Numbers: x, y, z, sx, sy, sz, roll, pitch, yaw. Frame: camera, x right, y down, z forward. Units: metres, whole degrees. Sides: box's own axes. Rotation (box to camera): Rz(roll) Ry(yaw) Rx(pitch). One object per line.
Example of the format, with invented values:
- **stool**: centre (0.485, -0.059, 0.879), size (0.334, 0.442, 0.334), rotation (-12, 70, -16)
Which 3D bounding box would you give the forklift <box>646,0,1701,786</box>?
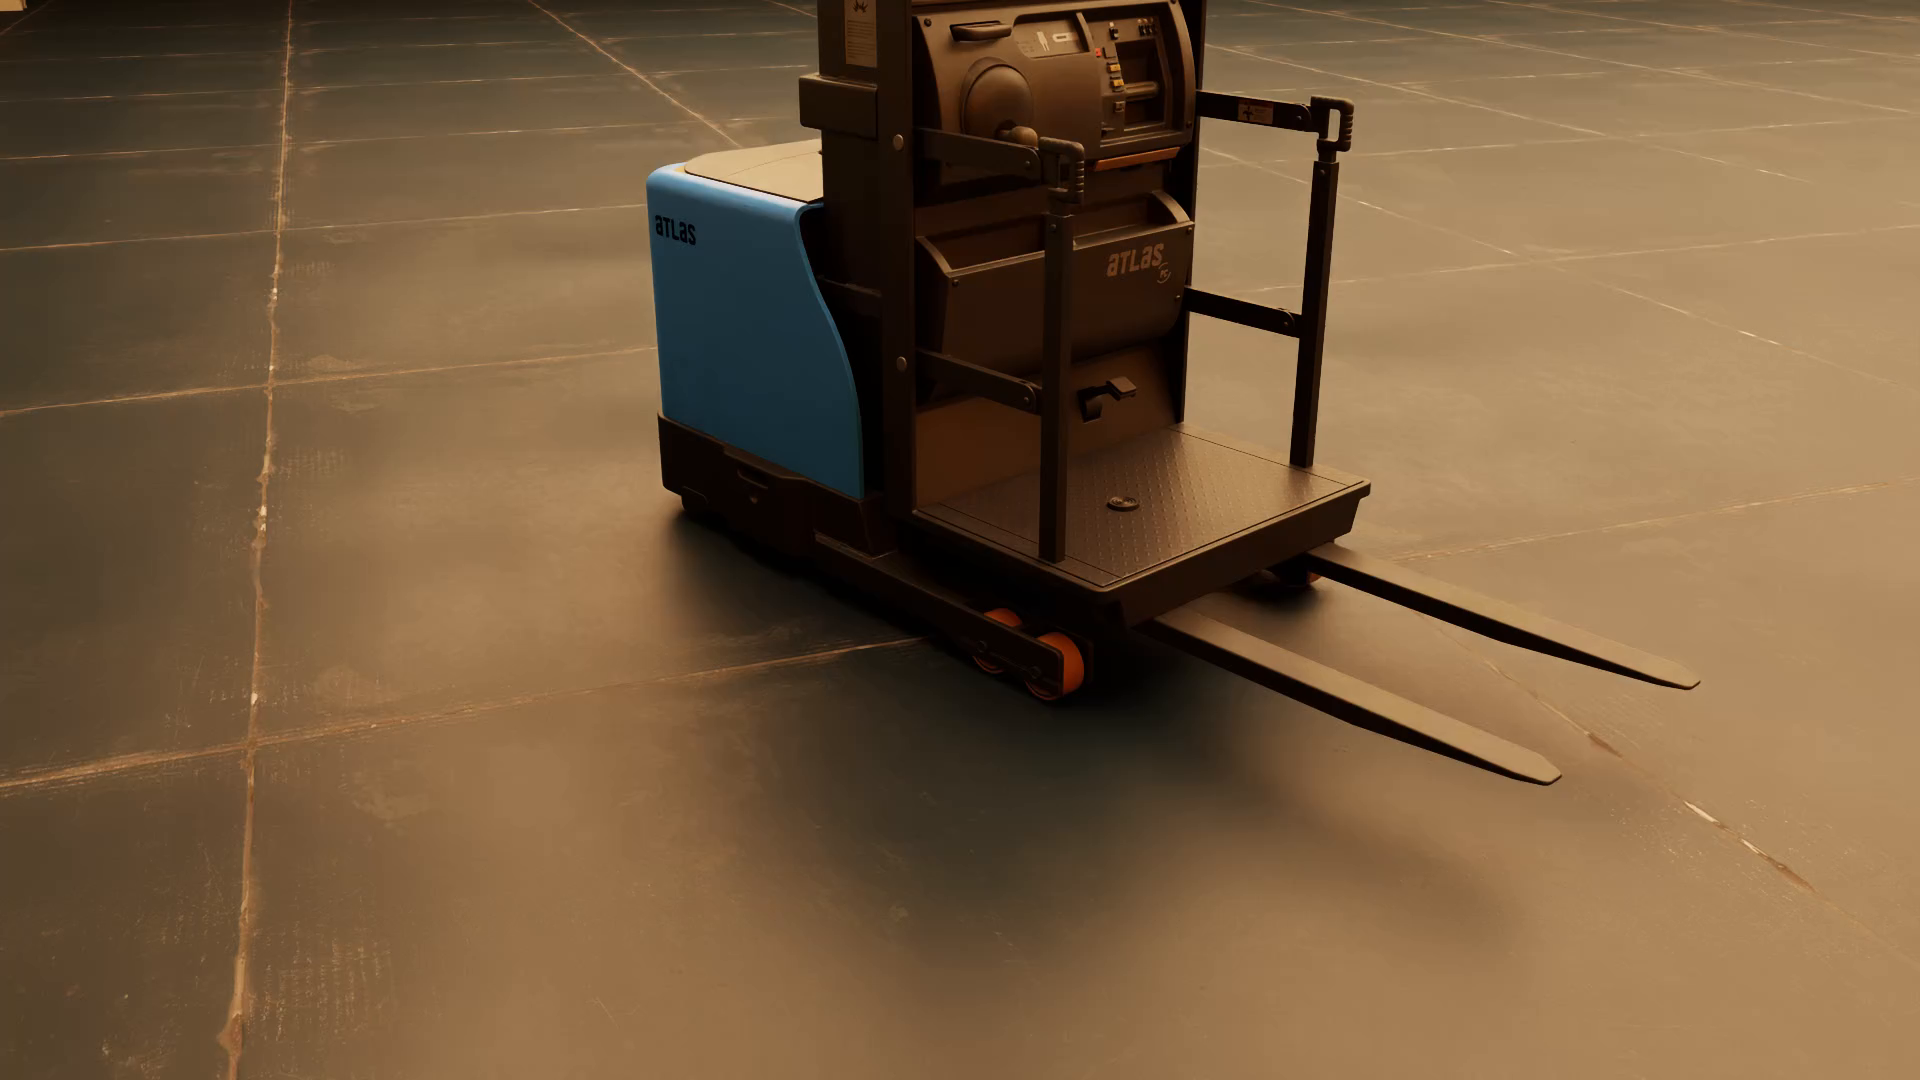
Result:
- **forklift**: centre (0.409, -1.176, 4.096), size (1.130, 2.935, 3.031), rotation (-19, 30, -38)
